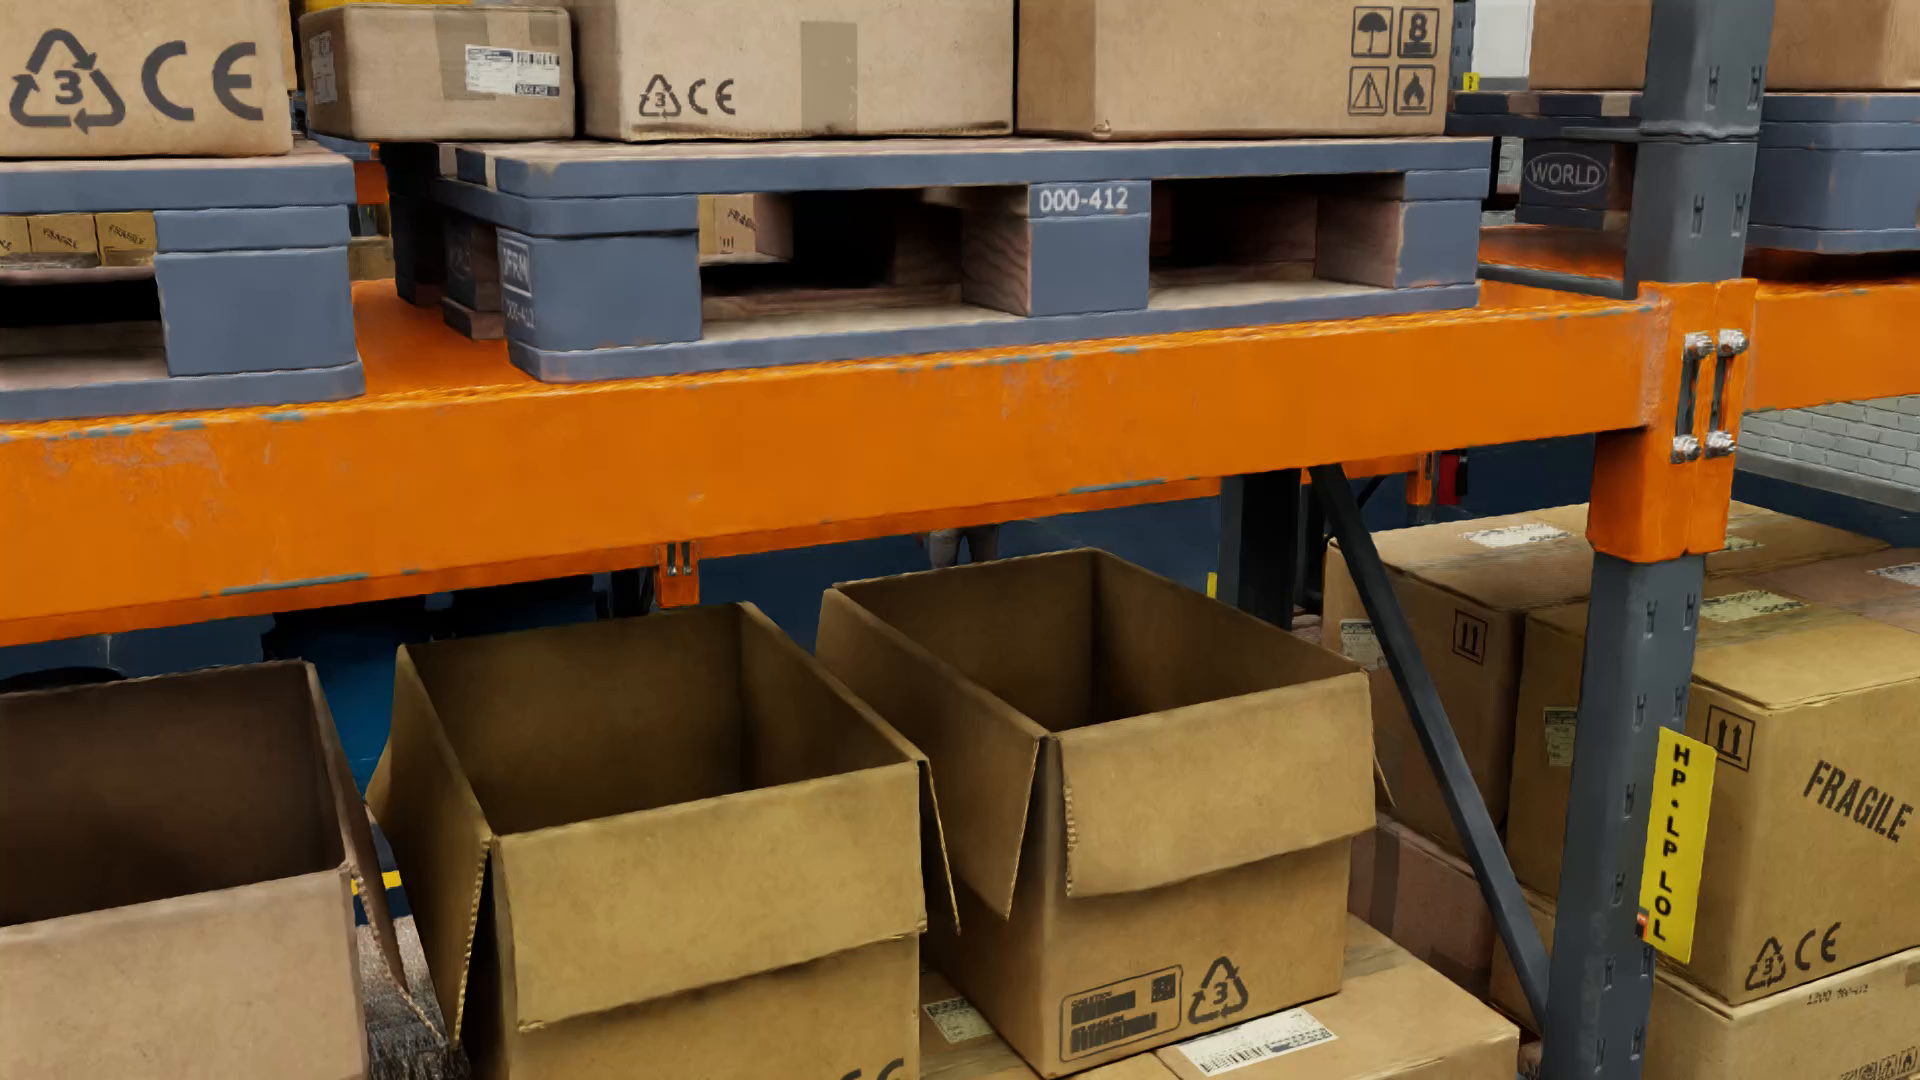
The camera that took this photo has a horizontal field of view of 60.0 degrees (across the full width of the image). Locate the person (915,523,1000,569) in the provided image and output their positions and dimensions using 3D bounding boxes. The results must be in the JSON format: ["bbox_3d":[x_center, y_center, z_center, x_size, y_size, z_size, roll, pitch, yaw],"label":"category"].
[{"bbox_3d":[-0.013,-0.096,8.808,0.450,1.600,0.455,1,16,2],"label":"person"}]
